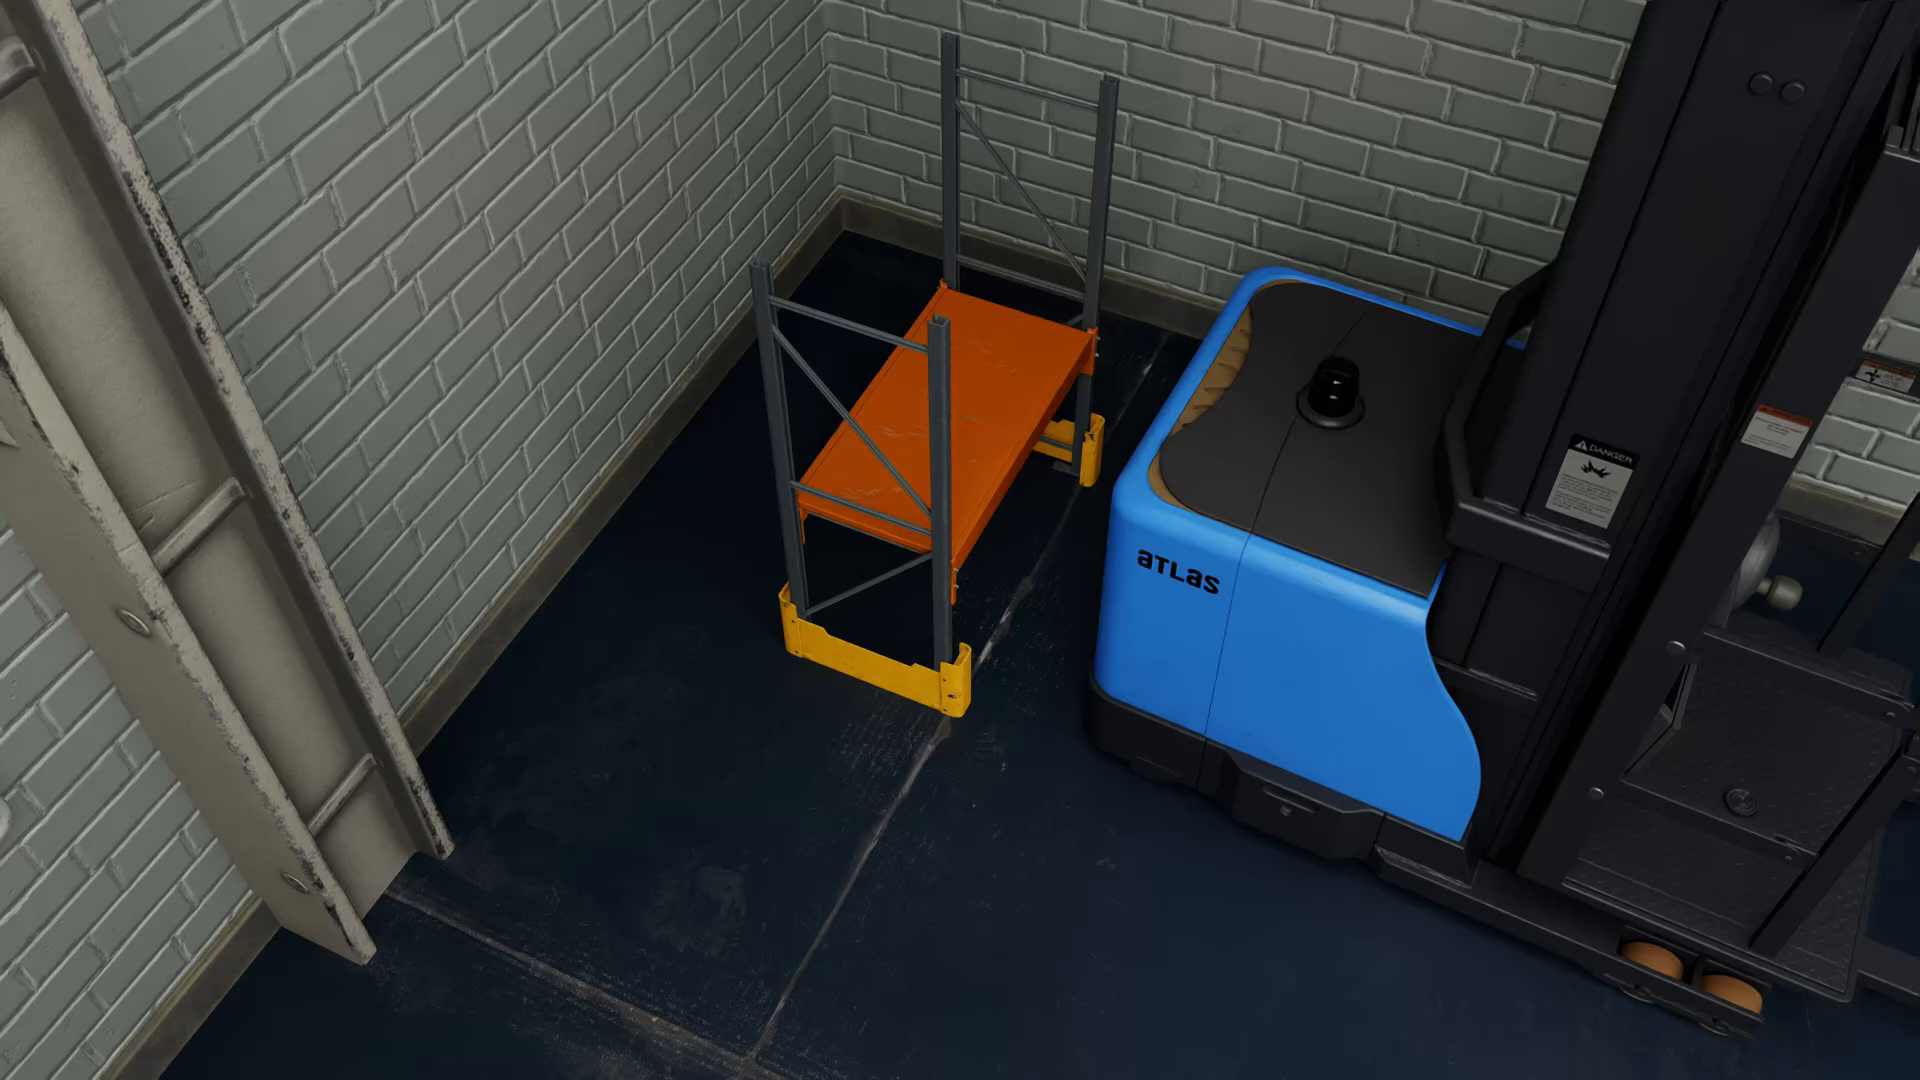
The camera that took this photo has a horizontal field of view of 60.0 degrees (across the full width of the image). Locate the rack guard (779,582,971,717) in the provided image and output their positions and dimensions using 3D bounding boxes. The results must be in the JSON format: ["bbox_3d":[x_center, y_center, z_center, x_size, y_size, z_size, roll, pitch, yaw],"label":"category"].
[{"bbox_3d":[-0.245,0.314,4.818,0.587,0.250,0.087,20,52,16],"label":"rack guard"}]

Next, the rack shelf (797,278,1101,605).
[{"bbox_3d":[-0.036,-0.311,4.766,0.538,0.185,1.000,20,52,16],"label":"rack shelf"}]

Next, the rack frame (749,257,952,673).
[{"bbox_3d":[-0.254,-0.077,4.331,0.500,1.500,0.032,20,52,16],"label":"rack frame"}]

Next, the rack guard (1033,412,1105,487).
[{"bbox_3d":[0.180,-0.371,5.402,0.587,0.250,0.087,20,52,16],"label":"rack guard"}]

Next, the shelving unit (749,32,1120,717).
[{"bbox_3d":[-0.033,-0.434,4.634,0.587,1.500,1.083,20,52,16],"label":"shelving unit"}]

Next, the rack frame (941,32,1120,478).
[{"bbox_3d":[0.181,-0.777,4.927,0.500,1.500,0.032,20,52,16],"label":"rack frame"}]

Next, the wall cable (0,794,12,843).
[{"bbox_3d":[-2.278,0.568,2.130,0.084,1.984,1.851,20,52,16],"label":"wall cable"}]

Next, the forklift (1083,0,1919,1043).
[{"bbox_3d":[1.898,-0.171,3.471,3.031,2.935,1.130,22,53,17],"label":"forklift"}]
